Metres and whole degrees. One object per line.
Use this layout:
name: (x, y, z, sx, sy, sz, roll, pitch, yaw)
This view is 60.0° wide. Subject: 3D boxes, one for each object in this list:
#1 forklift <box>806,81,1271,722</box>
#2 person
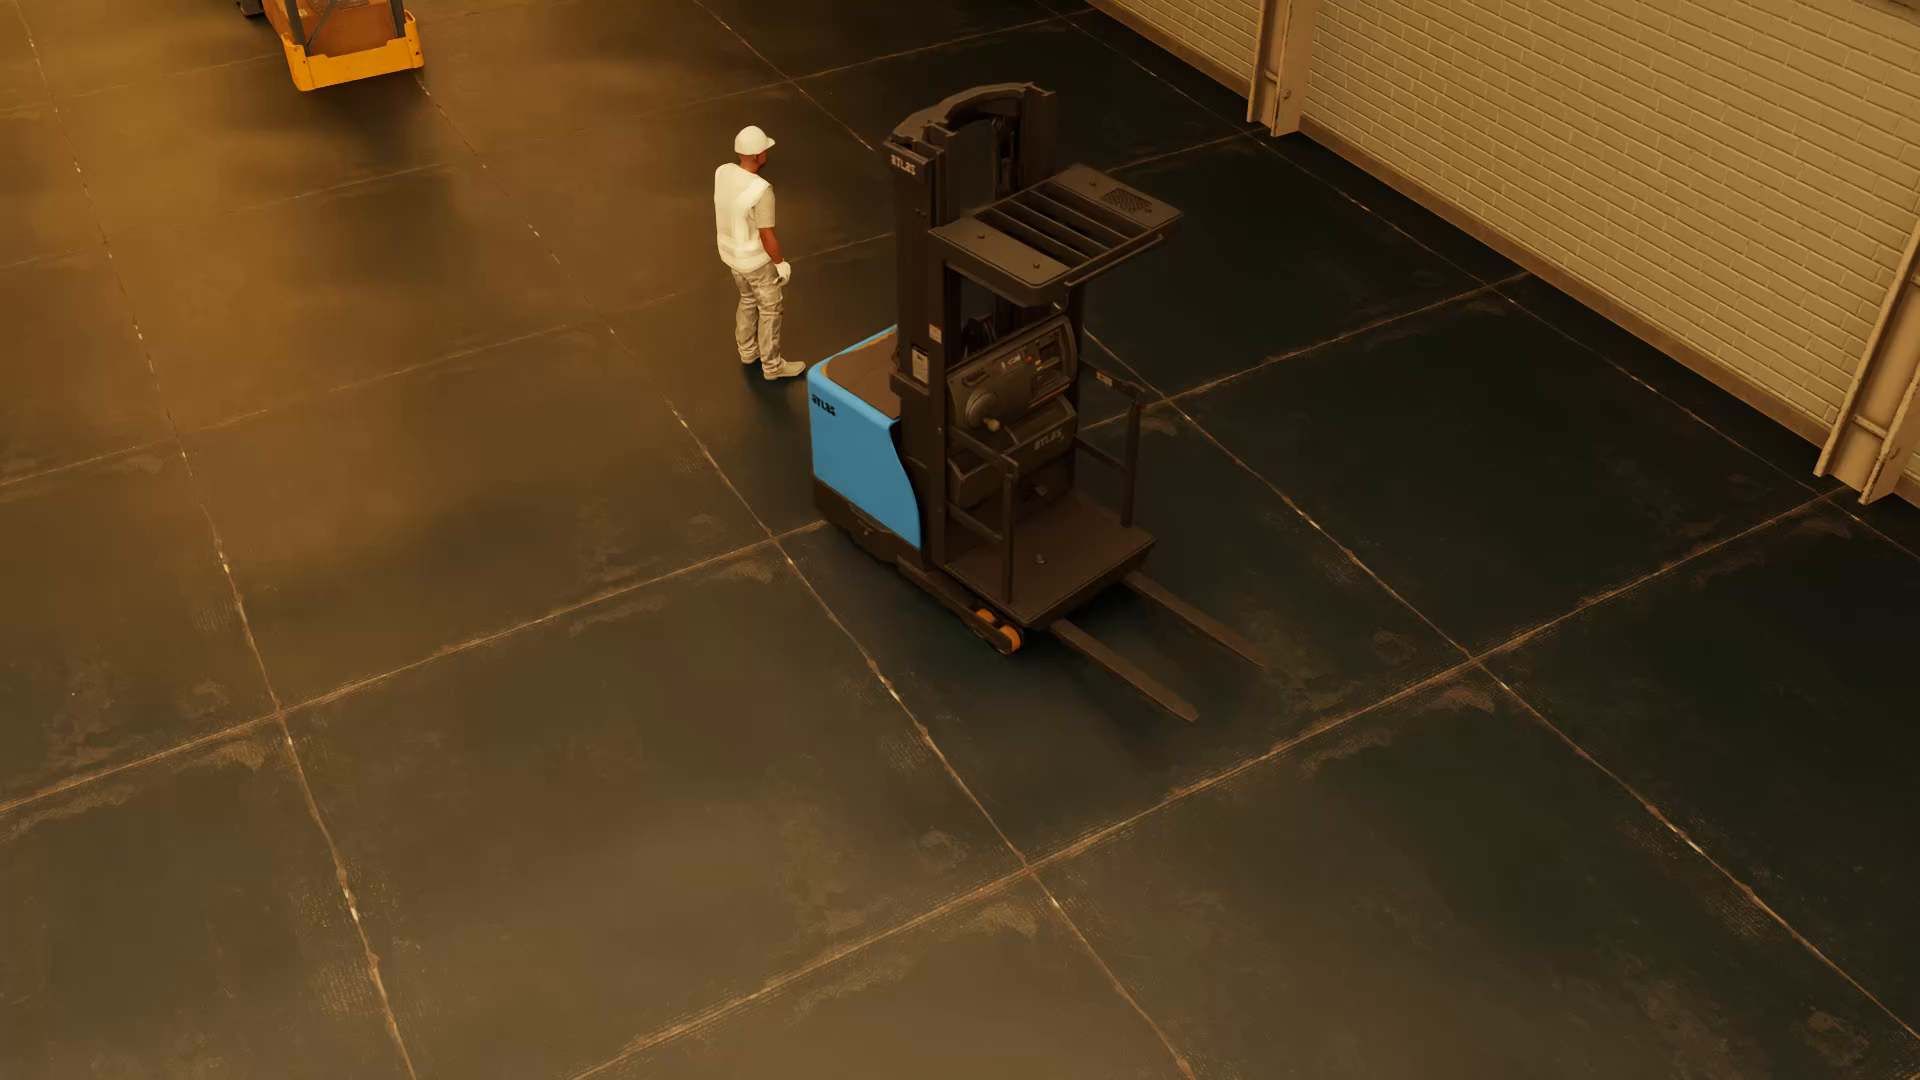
forklift: (0.441, -0.845, 9.055, 1.130, 2.935, 3.031, -31, 49, -32)
person: (-1.393, -1.950, 11.295, 0.444, 1.776, 0.632, -27, 47, -29)
